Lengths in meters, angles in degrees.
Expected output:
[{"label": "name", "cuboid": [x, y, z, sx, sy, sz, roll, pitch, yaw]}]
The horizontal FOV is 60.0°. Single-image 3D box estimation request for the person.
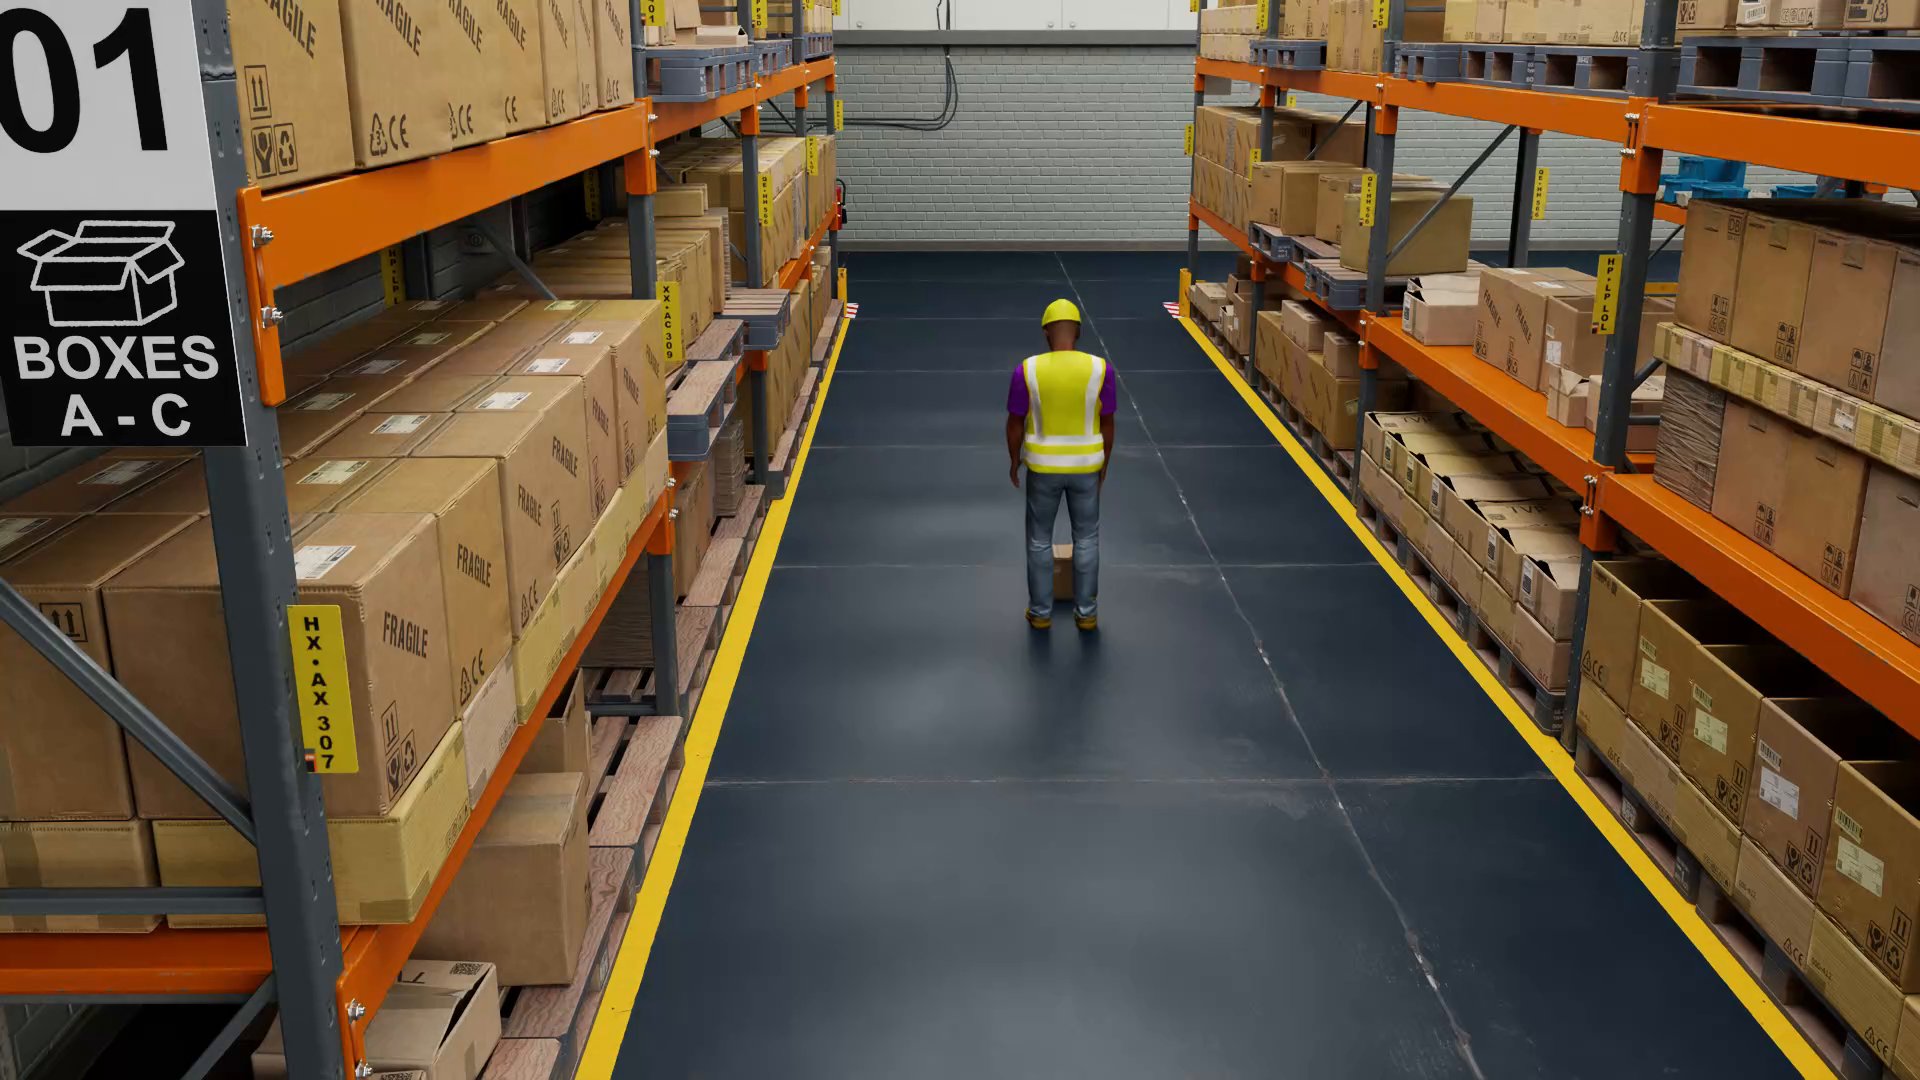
[{"label": "person", "cuboid": [0.531, -0.393, 8.813, 0.573, 1.752, 0.384, 0, 17, 0]}]
